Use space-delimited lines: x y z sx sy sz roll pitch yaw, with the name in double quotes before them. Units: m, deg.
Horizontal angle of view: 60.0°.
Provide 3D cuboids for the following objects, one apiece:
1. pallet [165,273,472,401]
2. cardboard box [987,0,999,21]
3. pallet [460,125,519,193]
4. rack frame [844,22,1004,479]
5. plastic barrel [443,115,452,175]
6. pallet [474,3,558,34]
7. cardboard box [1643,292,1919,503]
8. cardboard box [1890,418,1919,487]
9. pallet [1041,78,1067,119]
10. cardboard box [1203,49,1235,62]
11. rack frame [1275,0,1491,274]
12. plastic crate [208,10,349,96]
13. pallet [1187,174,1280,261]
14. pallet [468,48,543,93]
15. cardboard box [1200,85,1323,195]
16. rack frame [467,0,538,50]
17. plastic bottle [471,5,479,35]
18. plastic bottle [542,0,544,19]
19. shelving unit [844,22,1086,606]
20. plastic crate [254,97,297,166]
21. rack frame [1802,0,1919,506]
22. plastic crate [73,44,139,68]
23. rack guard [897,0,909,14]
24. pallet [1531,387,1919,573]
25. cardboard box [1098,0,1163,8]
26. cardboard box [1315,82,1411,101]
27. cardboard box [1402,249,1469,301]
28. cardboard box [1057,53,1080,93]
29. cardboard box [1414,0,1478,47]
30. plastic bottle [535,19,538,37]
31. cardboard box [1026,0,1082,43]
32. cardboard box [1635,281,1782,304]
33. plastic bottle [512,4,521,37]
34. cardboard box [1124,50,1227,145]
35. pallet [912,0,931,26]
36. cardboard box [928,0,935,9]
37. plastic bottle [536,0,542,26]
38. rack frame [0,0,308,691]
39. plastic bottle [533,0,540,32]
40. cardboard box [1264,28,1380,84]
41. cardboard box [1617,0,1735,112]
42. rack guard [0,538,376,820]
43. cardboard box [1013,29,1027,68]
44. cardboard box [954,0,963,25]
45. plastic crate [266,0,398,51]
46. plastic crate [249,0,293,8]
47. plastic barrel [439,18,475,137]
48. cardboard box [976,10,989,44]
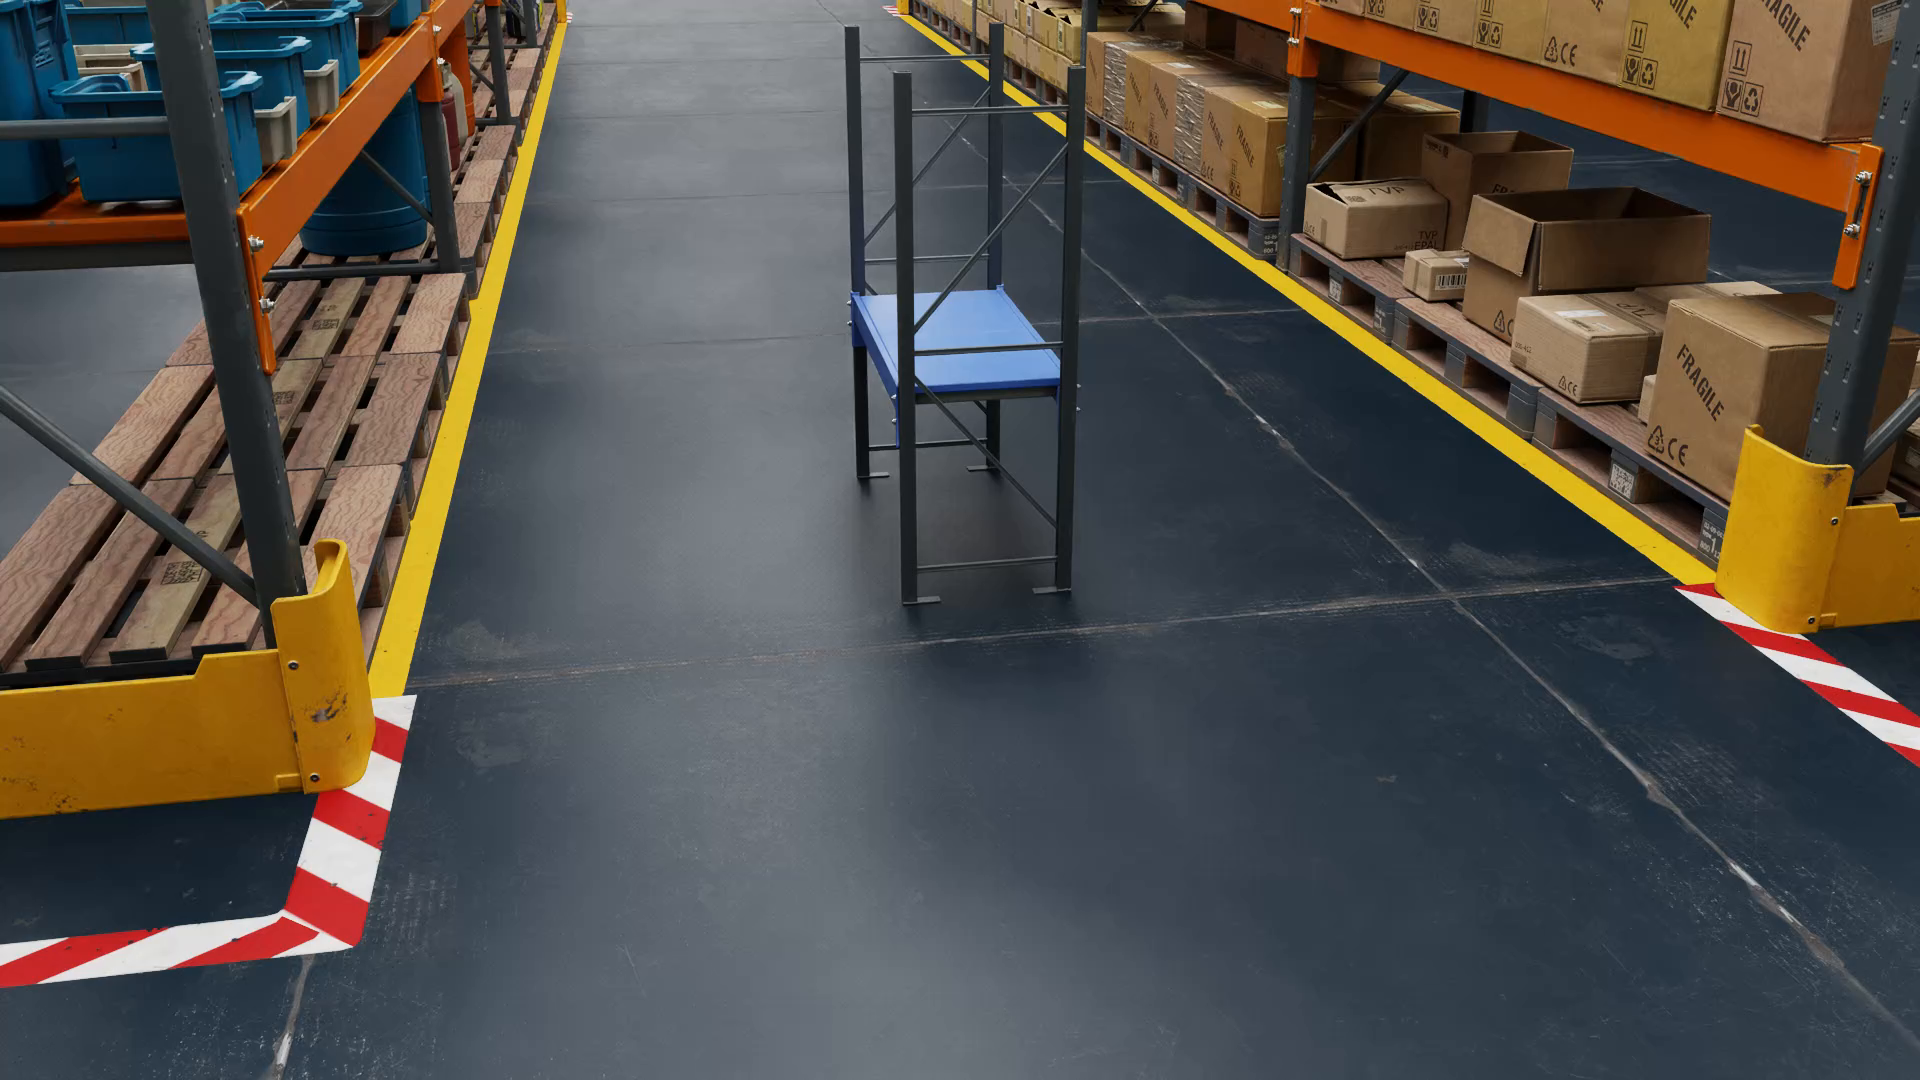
"pallet" -2.600 -0.832 6.891 1.003 0.211 1.213 -4 24 -10
"cardboard box" 0.534 -4.719 14.517 0.500 0.311 0.500 -5 24 -10
"pallet" -3.327 -2.384 10.446 1.003 0.211 1.213 -4 24 -10
"rack frame" -0.110 -0.921 5.484 0.500 1.500 0.032 -4 24 -10
"plastic barrel" -3.005 -2.171 9.056 0.421 0.512 0.421 0 24 0
"pallet" -4.788 -5.492 17.561 1.003 0.211 1.213 -4 24 -10
"cardboard box" 2.492 -0.440 5.082 0.500 0.500 0.500 -4 24 -10
"cardboard box" 3.095 -0.273 5.140 0.380 0.149 0.250 -4 24 -10
"pallet" 1.241 -3.383 12.733 1.003 0.211 1.213 -4 24 -10
"cardboard box" 1.854 -2.837 10.570 0.500 0.500 0.500 -5 24 -12
"rack frame" 2.095 -2.761 7.824 1.000 3.000 0.127 -4 24 -10
"plastic crate" -2.000 -1.413 4.871 0.416 0.233 0.300 -4 24 -10
"pallet" 1.907 -1.800 9.109 1.003 0.211 1.213 -4 24 -10
"pallet" -4.070 -3.959 14.051 1.003 0.211 1.213 -4 24 -10
"cardboard box" 1.639 -2.185 9.079 0.500 0.500 0.500 -4 24 -10
"rack frame" -4.253 -5.543 14.193 1.000 3.000 0.127 -4 24 -10
"plastic bottle" -4.550 -4.824 15.402 0.152 0.276 0.135 -4 24 -10
"plastic bottle" -4.203 -5.278 16.441 0.152 0.276 0.135 -4 24 -9
"shelving unit" -0.016 -0.721 5.027 0.538 1.500 1.048 -4 24 -10
"plastic crate" -1.734 -0.983 4.008 0.250 0.136 0.298 -4 24 -10
"rack frame" 2.834 -1.188 4.222 1.000 3.000 0.127 -4 24 -10
"plastic crate" -2.551 -1.375 4.904 0.298 0.136 0.250 -4 24 -10
"rack guard" -0.129 -6.345 19.154 1.175 0.500 0.348 -4 24 -10
"pallet" 2.672 -0.253 5.566 1.003 0.211 1.213 -4 24 -10
"cardboard box" 1.349 -4.158 13.234 0.500 0.311 0.500 -5 24 -11
"cardboard box" 2.135 -2.235 9.192 0.500 0.500 0.500 -4 24 -9
"cardboard box" 2.129 -1.144 7.111 0.380 0.166 0.250 -4 24 -10
"cardboard box" 1.018 -3.456 12.326 0.500 0.250 0.500 -4 24 -8
"cardboard box" 2.109 -2.188 6.388 0.500 0.500 0.500 -4 24 -10
"plastic bottle" -3.919 -4.700 15.210 0.097 0.201 0.097 0 24 0
"cardboard box" 0.823 -4.114 13.133 0.500 0.311 0.500 -4 24 -10
"cardboard box" 2.828 -0.758 6.123 0.500 0.250 0.500 -4 24 -10
"plastic bottle" -4.073 -4.774 15.278 0.061 0.283 0.133 -4 24 -10
"cardboard box" 1.348 -2.787 10.458 0.500 0.500 0.500 -5 24 -10
"pallet" 0.058 -5.906 18.508 1.003 0.211 1.213 -4 24 -10
"cardboard box" -0.056 -5.793 17.677 0.500 0.250 0.500 -4 24 -10
"plastic bottle" -4.108 -5.120 15.985 0.144 0.351 0.185 -4 24 -10
"rack frame" -2.034 -0.823 3.386 1.000 3.000 0.127 -4 24 -10
"plastic bottle" -4.030 -4.953 15.603 0.144 0.351 0.185 -5 24 -12
"cardboard box" 2.060 -2.763 9.464 0.500 0.250 0.500 -4 24 -10
"cardboard box" 2.385 -1.593 5.026 0.500 0.500 0.500 -4 24 -9
"rack guard" -2.017 0.331 3.867 1.175 0.500 0.348 -4 24 -10
"cardboard box" 0.731 -4.058 13.705 0.500 0.250 0.500 -4 24 -9
"cardboard box" 0.232 -5.204 16.328 0.500 0.250 0.500 -4 24 -10
"plastic crate" -2.303 -1.877 6.069 0.437 0.125 0.590 -4 24 -10
"plastic crate" -2.828 -2.109 6.586 0.396 0.136 0.243 -4 24 -10
"plastic barrel" -3.406 -2.976 10.503 0.600 0.830 0.708 -4 24 -10
"cardboard box" 0.446 -4.663 15.090 0.500 0.250 0.500 -5 24 -11
